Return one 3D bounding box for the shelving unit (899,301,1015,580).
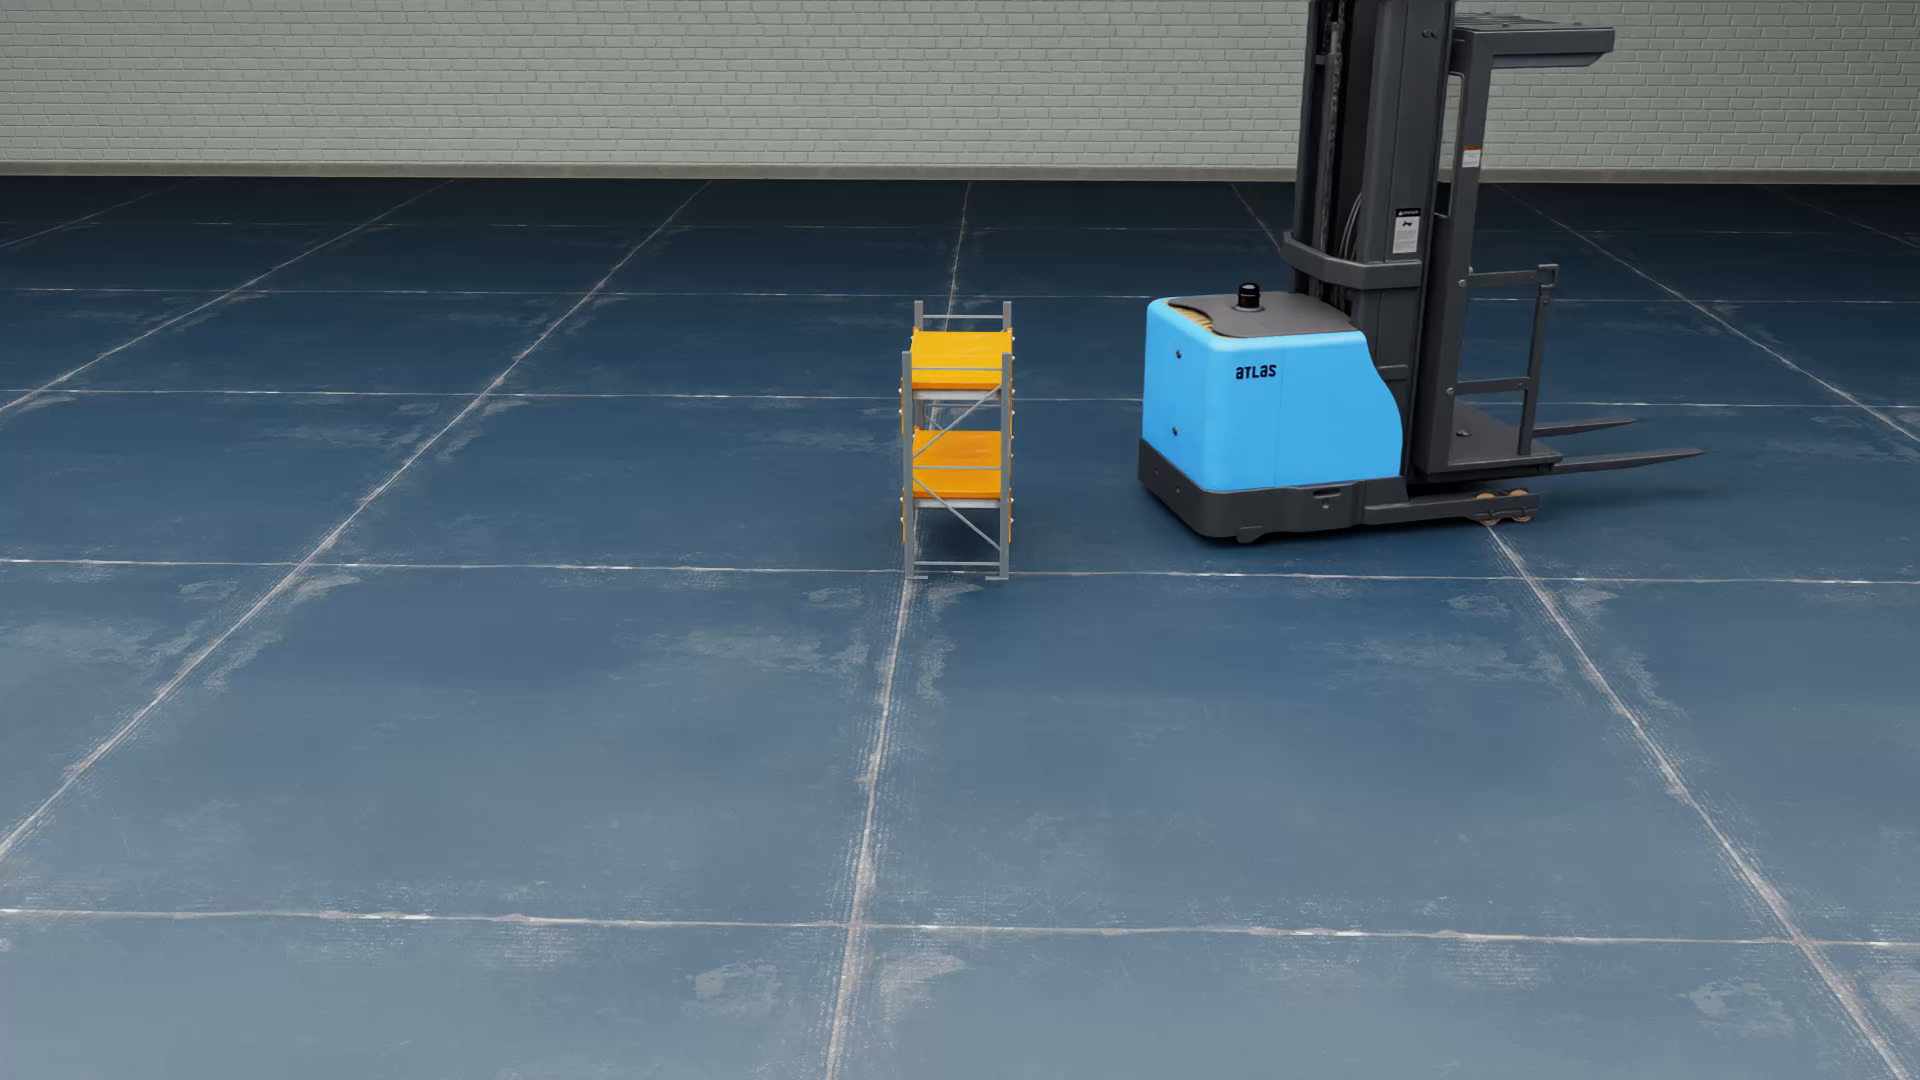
[{"bbox_3d":[0.000,-0.522,8.319,0.538,1.125,1.048,1,21,2],"label":"shelving unit"}]

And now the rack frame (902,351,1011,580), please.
[{"bbox_3d":[-0.016,-0.338,7.845,0.500,1.125,0.032,1,21,2],"label":"rack frame"}]

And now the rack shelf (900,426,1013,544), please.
[{"bbox_3d":[0.000,-0.294,8.408,0.538,0.278,1.000,1,21,2],"label":"rack shelf"}]

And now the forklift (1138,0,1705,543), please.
[{"bbox_3d":[2.559,-1.623,8.659,3.031,2.935,1.130,-5,22,-13],"label":"forklift"}]

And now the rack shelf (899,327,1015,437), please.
[{"bbox_3d":[0.000,-0.795,8.213,0.538,0.278,1.000,1,21,2],"label":"rack shelf"}]

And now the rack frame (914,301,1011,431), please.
[{"bbox_3d":[0.015,-0.706,8.793,0.500,1.125,0.032,1,21,2],"label":"rack frame"}]
